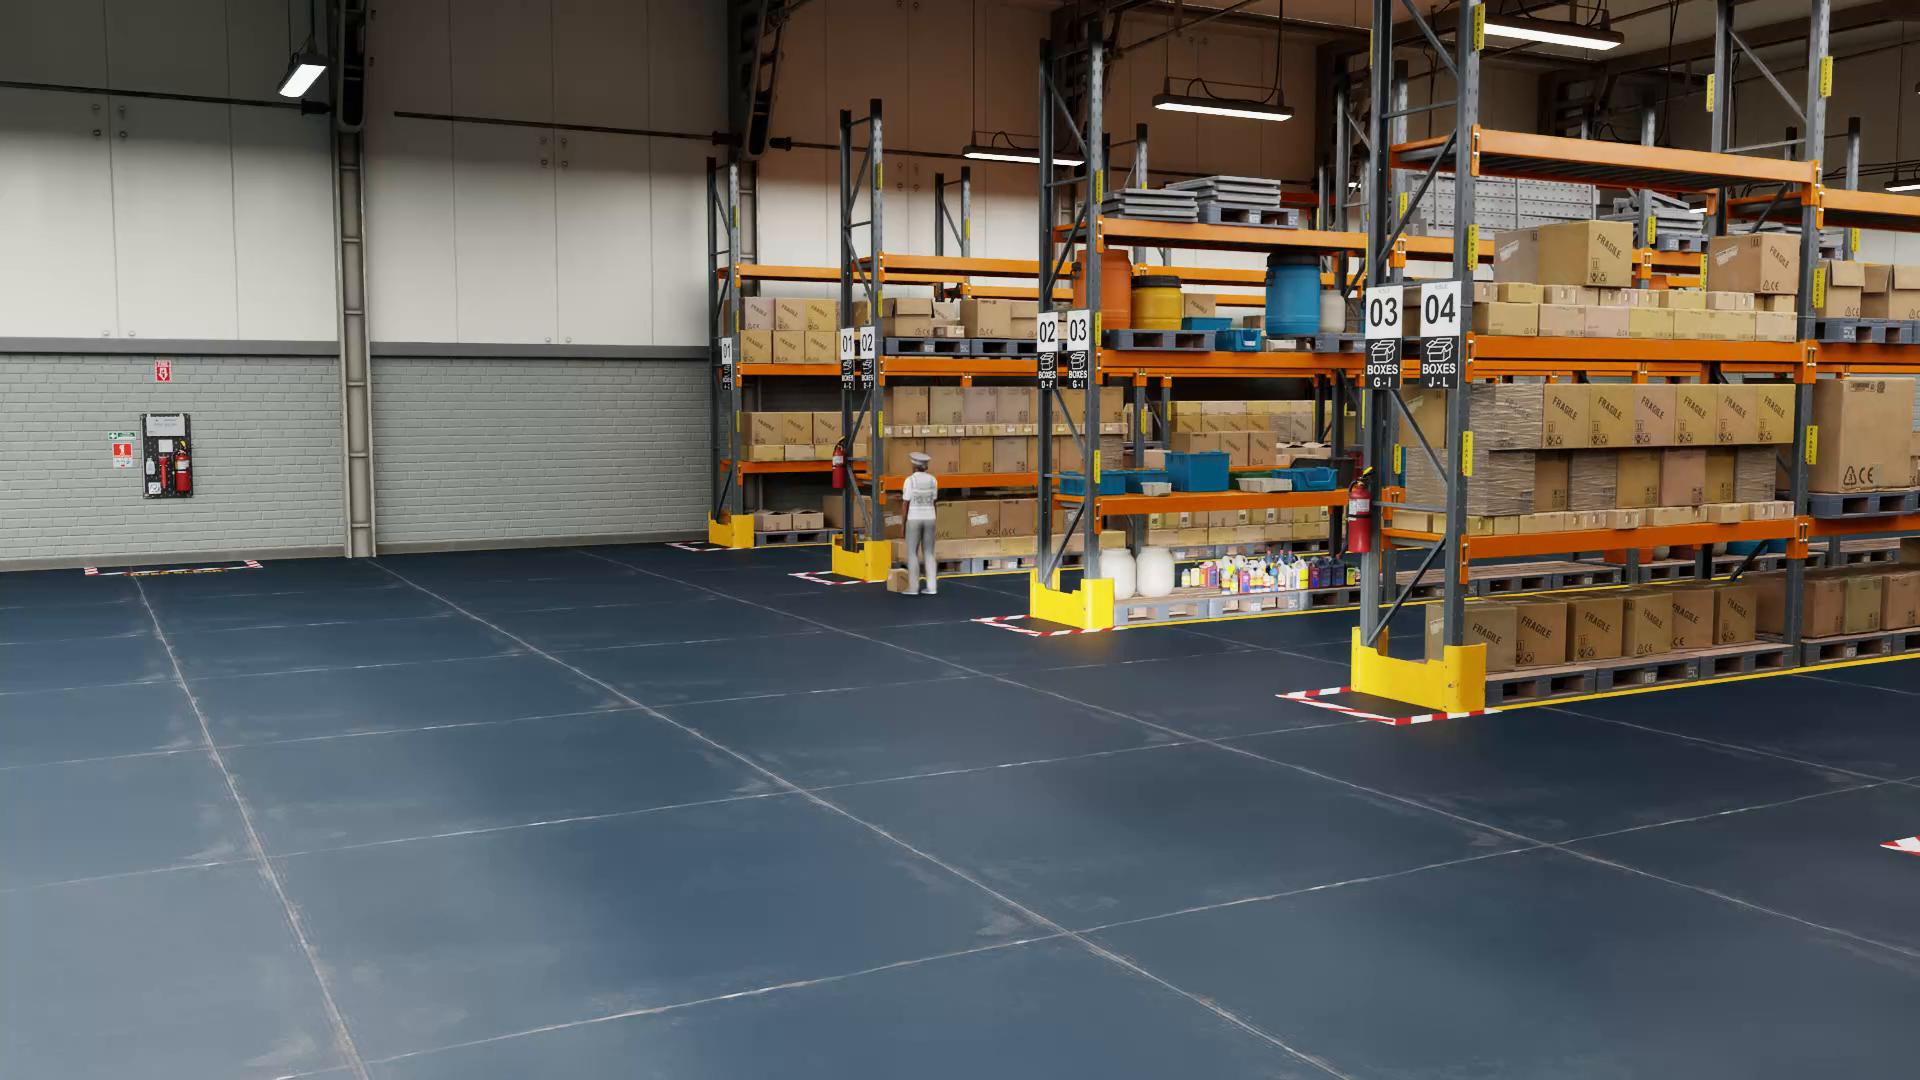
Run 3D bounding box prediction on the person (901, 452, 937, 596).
[{"bbox_3d":[-0.490,-0.190,19.495,0.443,1.686,0.337,-3,6,-27],"label":"person"}]
